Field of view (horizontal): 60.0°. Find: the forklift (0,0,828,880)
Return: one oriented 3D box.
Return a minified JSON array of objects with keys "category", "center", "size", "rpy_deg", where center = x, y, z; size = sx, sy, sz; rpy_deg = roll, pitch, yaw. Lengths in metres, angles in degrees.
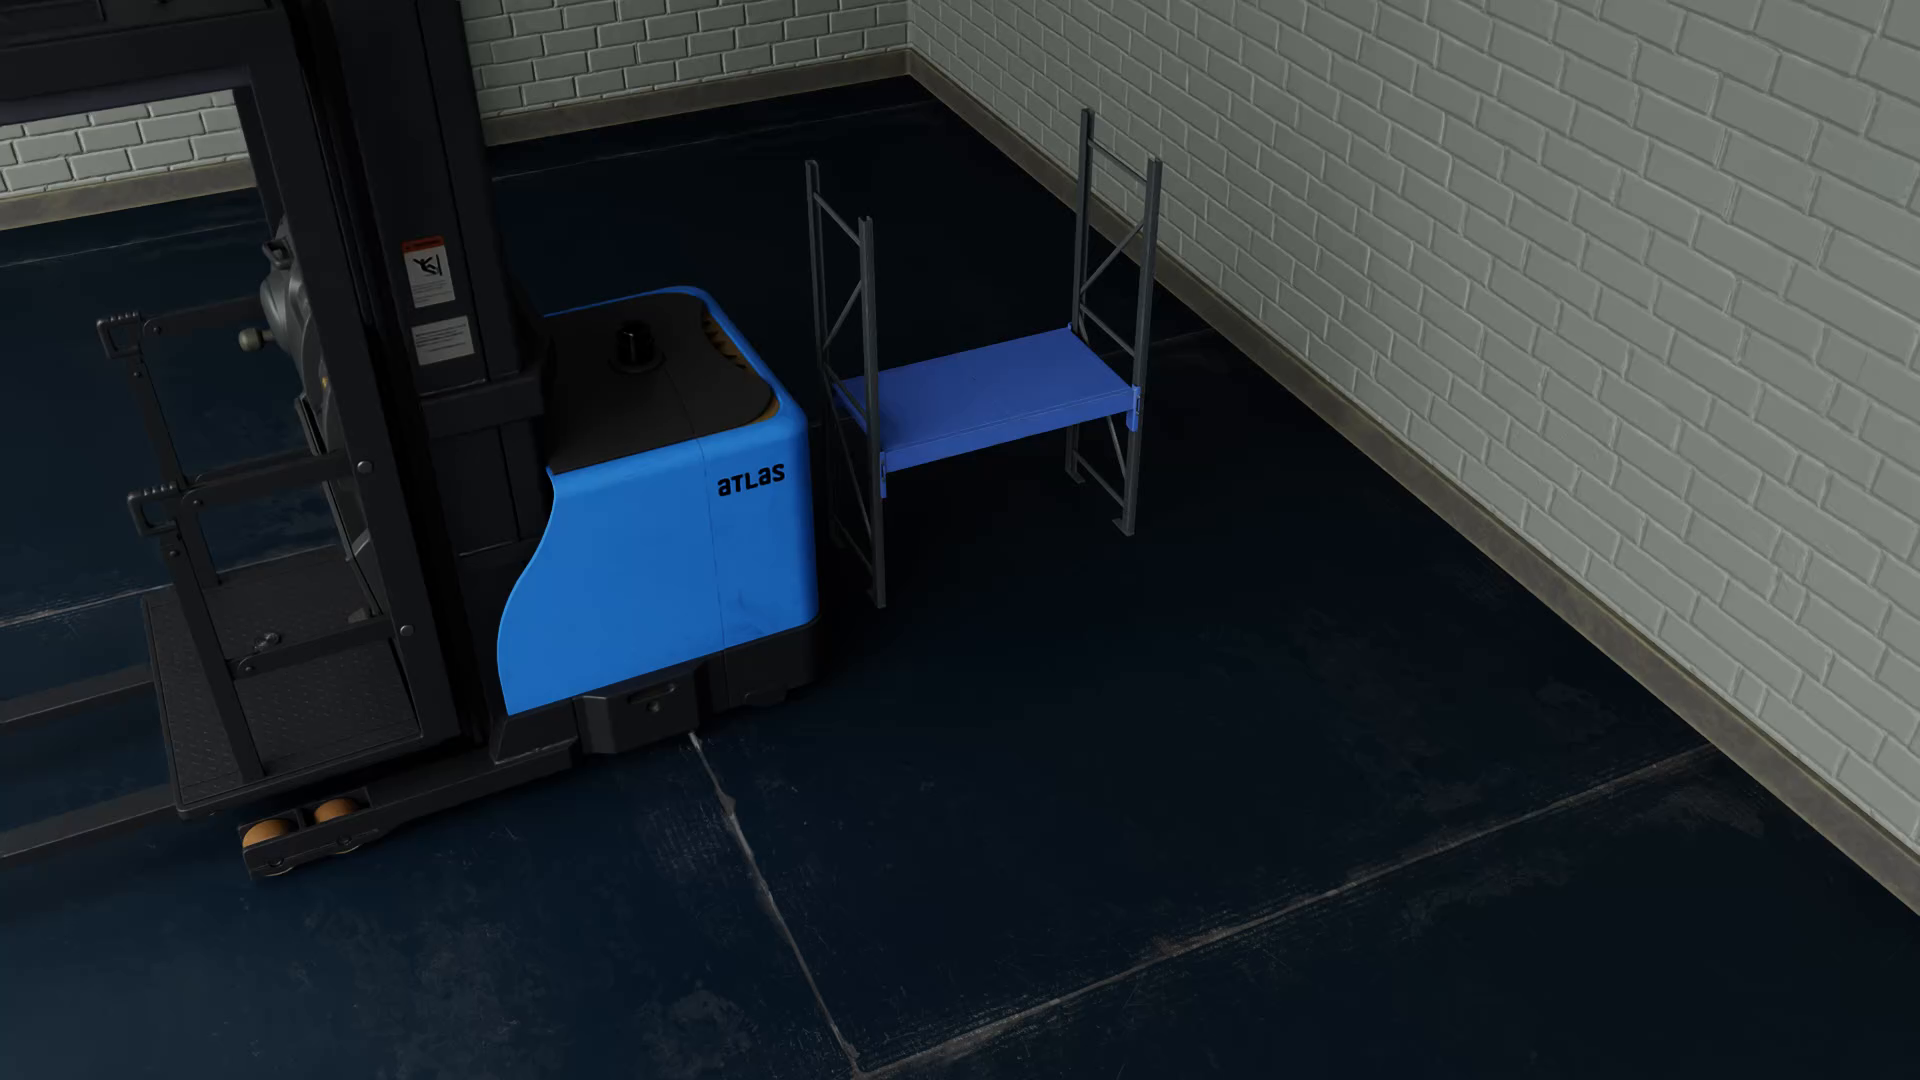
[{"category":"forklift","center":[-1.996,-0.546,4.526],"size":[3.031,2.935,1.130],"rpy_deg":[-17,40,-21]}]

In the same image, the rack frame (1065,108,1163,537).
[{"category":"rack frame","center":[0.537,-0.753,6.006],"size":[0.032,1.500,0.500],"rpy_deg":[-16,39,-20]}]

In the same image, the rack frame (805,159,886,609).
[{"category":"rack frame","center":[-0.383,-0.495,5.659],"size":[0.032,1.500,0.500],"rpy_deg":[-16,39,-20]}]

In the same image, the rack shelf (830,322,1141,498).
[{"category":"rack shelf","center":[0.077,-0.480,5.939],"size":[1.000,0.185,0.538],"rpy_deg":[-16,39,-20]}]

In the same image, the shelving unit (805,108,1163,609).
[{"category":"shelving unit","center":[0.077,-0.624,5.832],"size":[1.048,1.500,0.538],"rpy_deg":[-16,39,-20]}]
